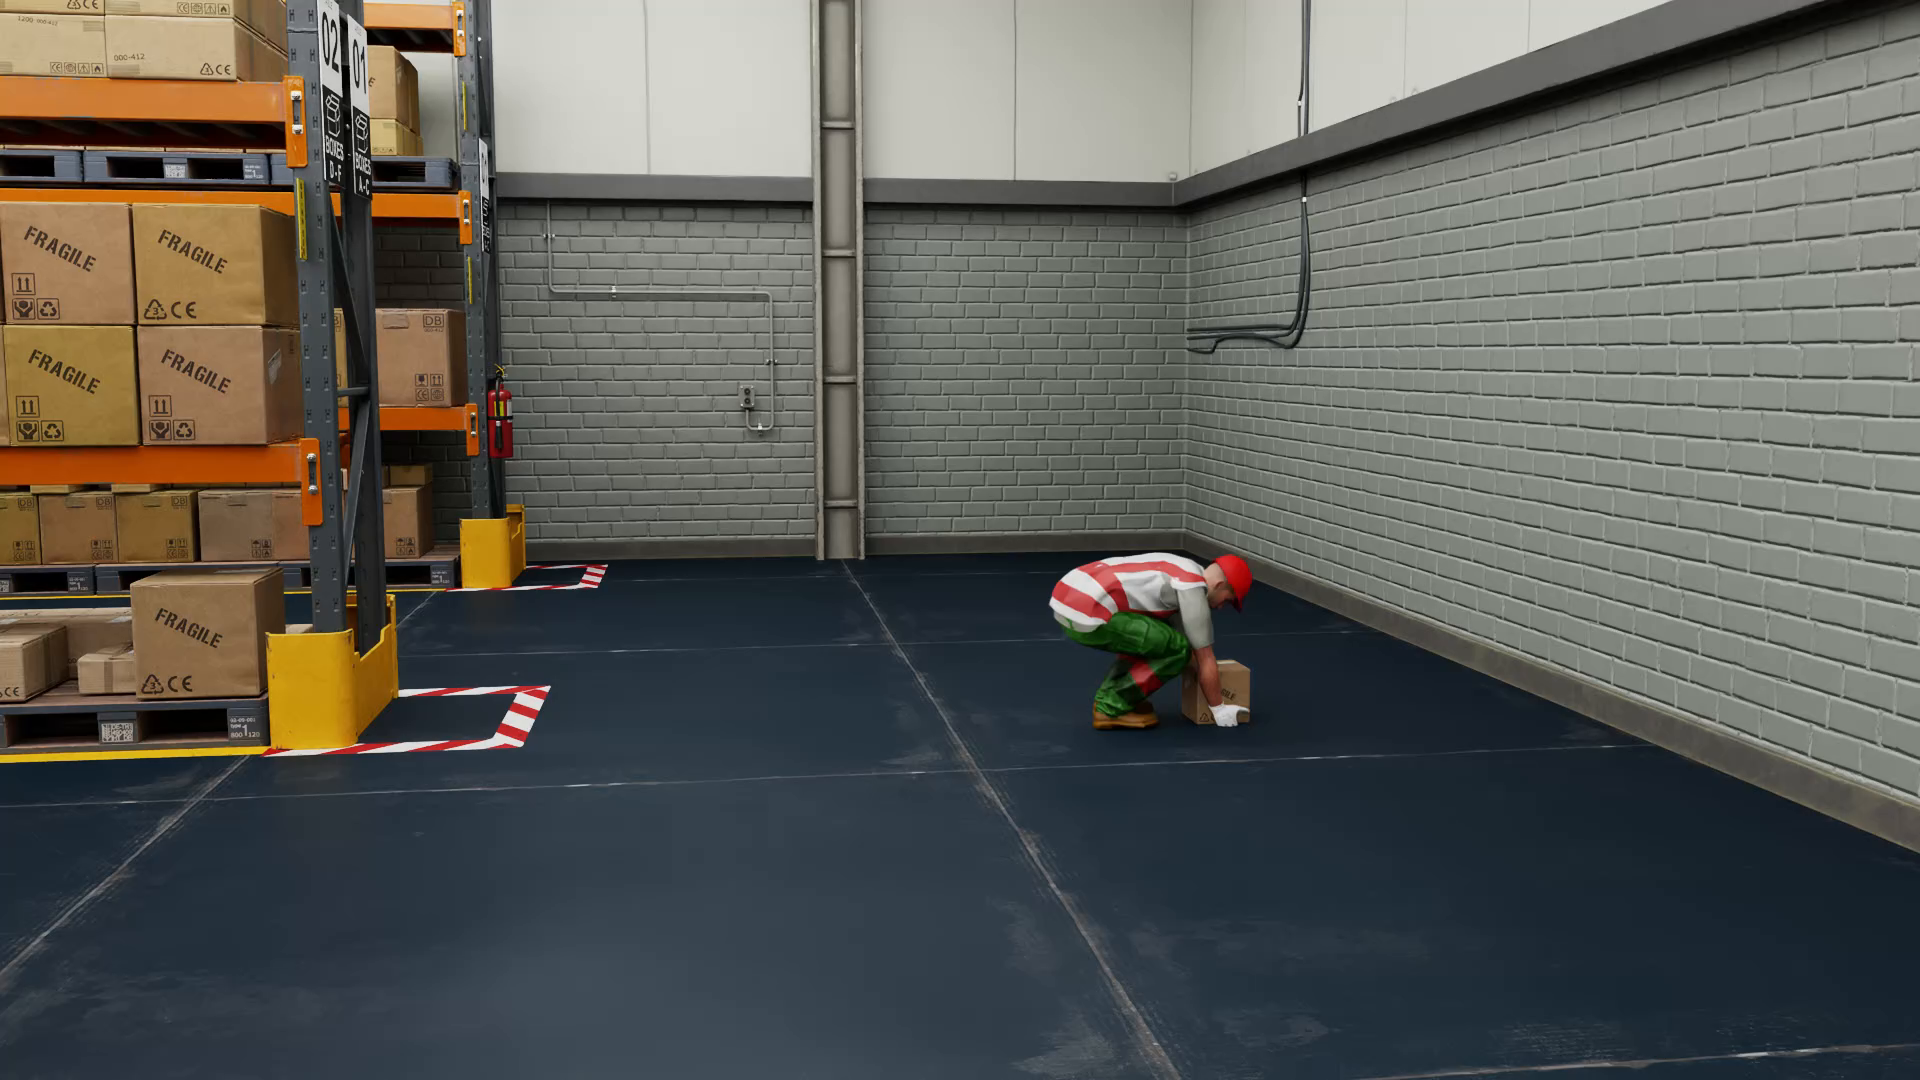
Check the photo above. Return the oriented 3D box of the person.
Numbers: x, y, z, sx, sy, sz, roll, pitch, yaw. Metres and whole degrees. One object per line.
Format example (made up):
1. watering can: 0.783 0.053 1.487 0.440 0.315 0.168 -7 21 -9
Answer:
1. person: 0.889 0.463 7.640 0.958 0.799 0.525 -1 7 -10
